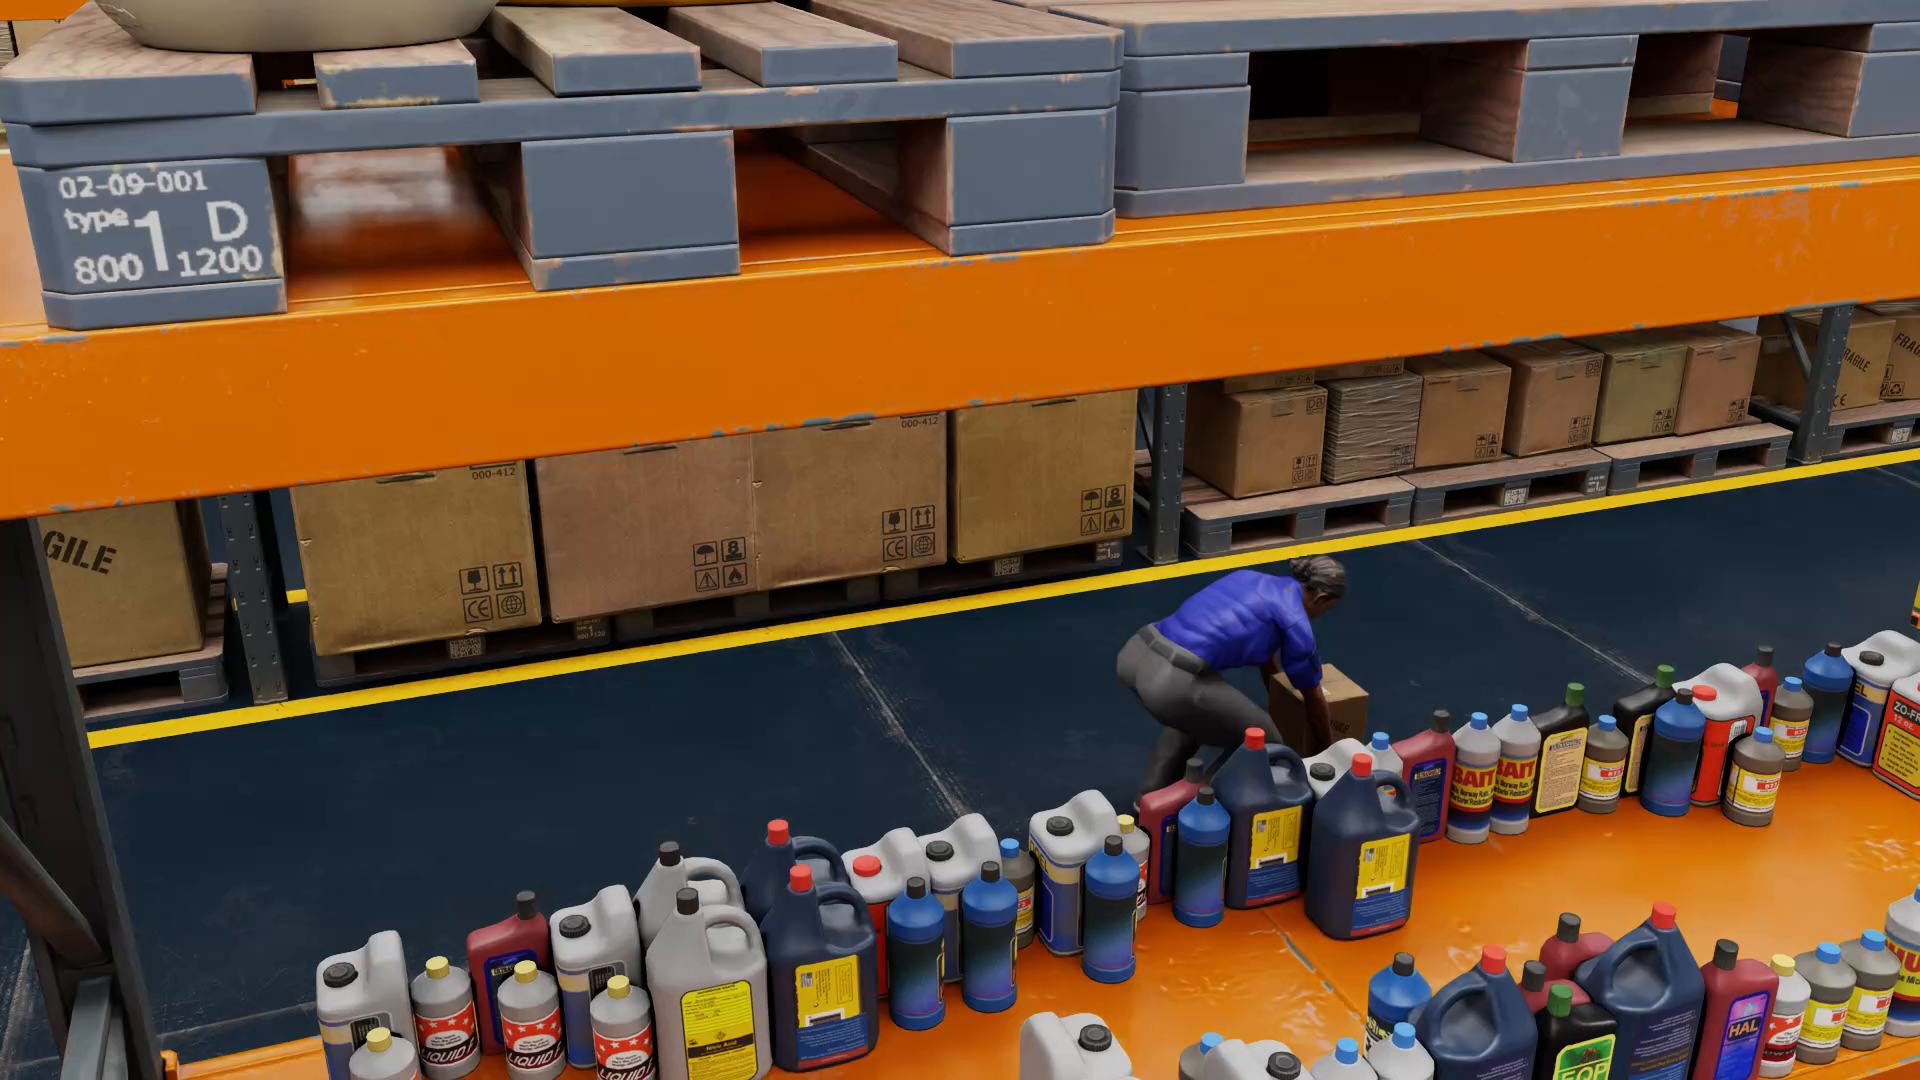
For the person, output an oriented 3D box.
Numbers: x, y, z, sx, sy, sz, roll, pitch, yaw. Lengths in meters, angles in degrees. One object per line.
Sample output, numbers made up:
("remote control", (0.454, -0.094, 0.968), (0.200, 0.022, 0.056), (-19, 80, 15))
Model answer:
("person", (0.945, 0.545, 5.723), (0.866, 0.948, 0.473), (-9, 24, -21))
